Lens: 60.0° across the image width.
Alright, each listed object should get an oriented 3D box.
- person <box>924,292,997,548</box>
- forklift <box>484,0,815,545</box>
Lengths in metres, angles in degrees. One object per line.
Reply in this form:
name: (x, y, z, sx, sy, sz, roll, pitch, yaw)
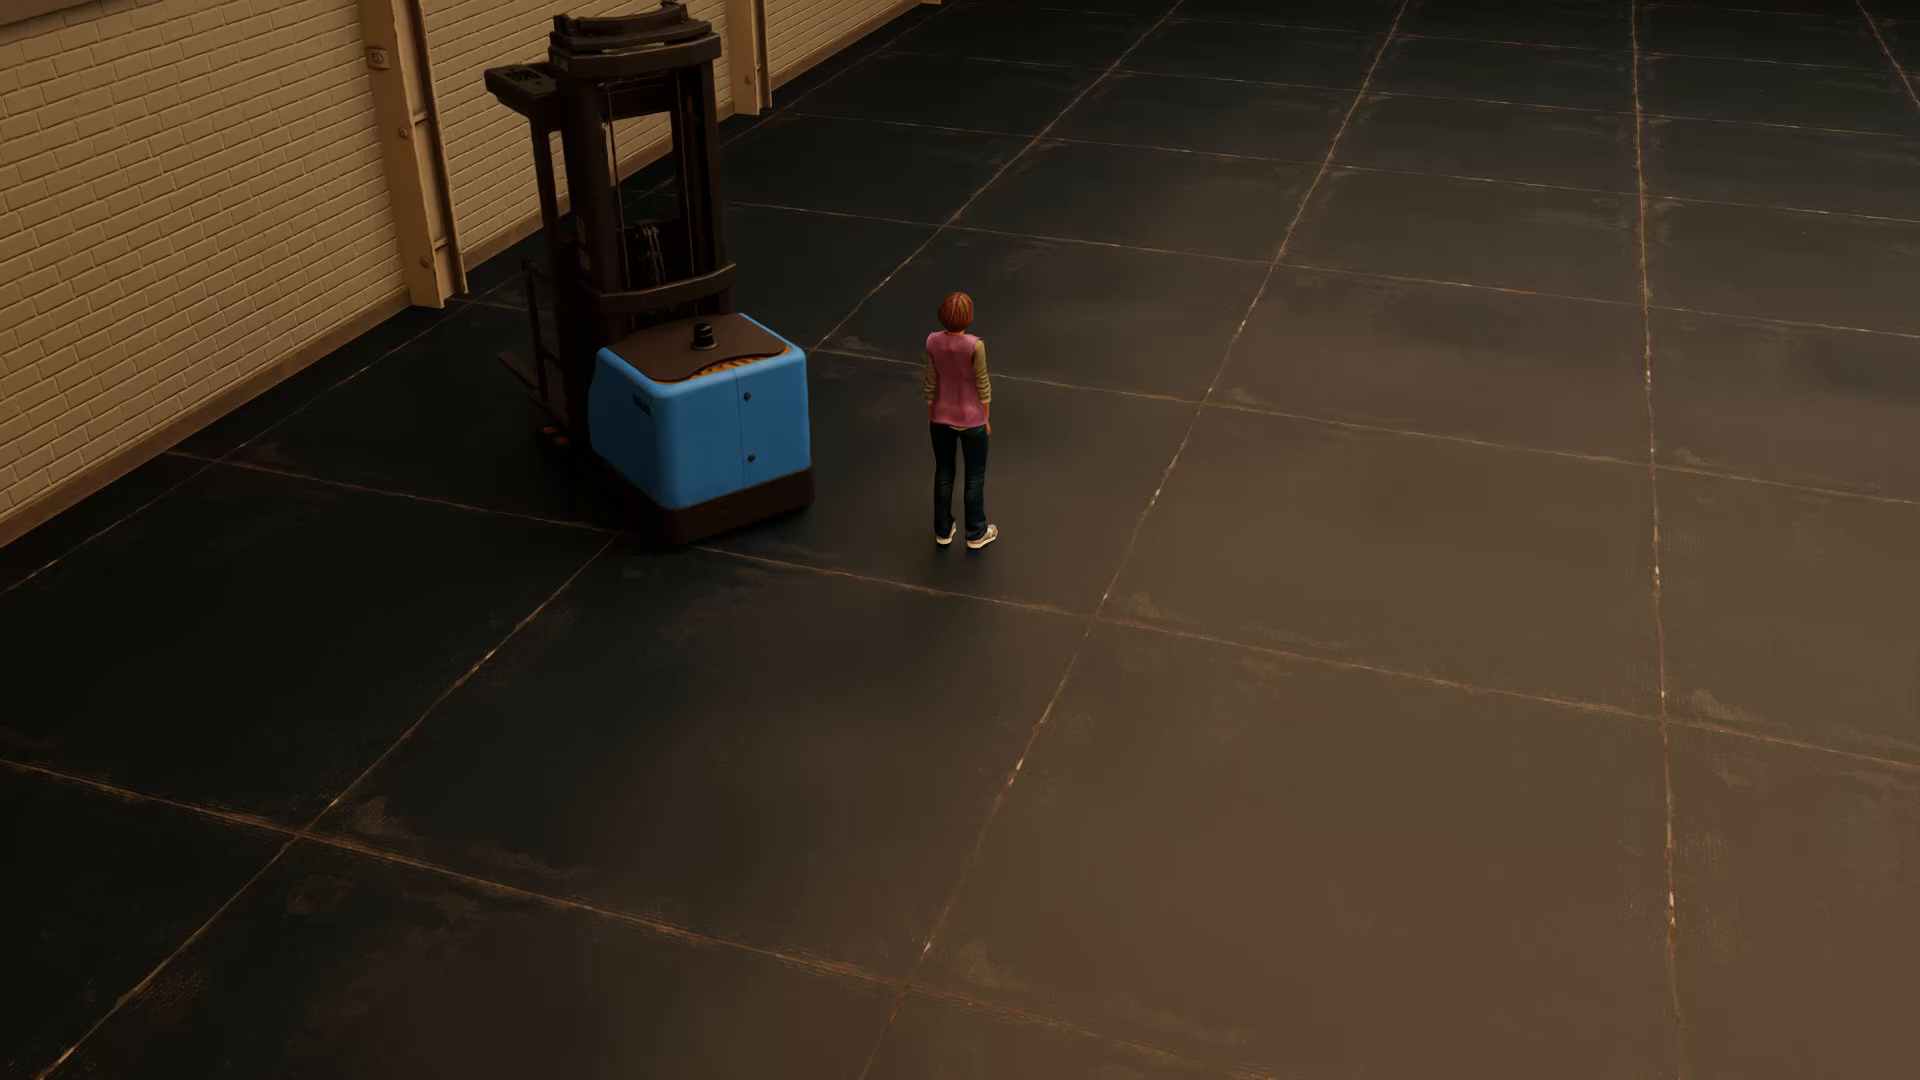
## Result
person: (-0.003, -0.695, 9.702, 0.409, 1.602, 0.327, 10, 31, 16)
forklift: (-2.182, -1.917, 10.500, 1.130, 2.935, 3.031, -20, 35, -31)
